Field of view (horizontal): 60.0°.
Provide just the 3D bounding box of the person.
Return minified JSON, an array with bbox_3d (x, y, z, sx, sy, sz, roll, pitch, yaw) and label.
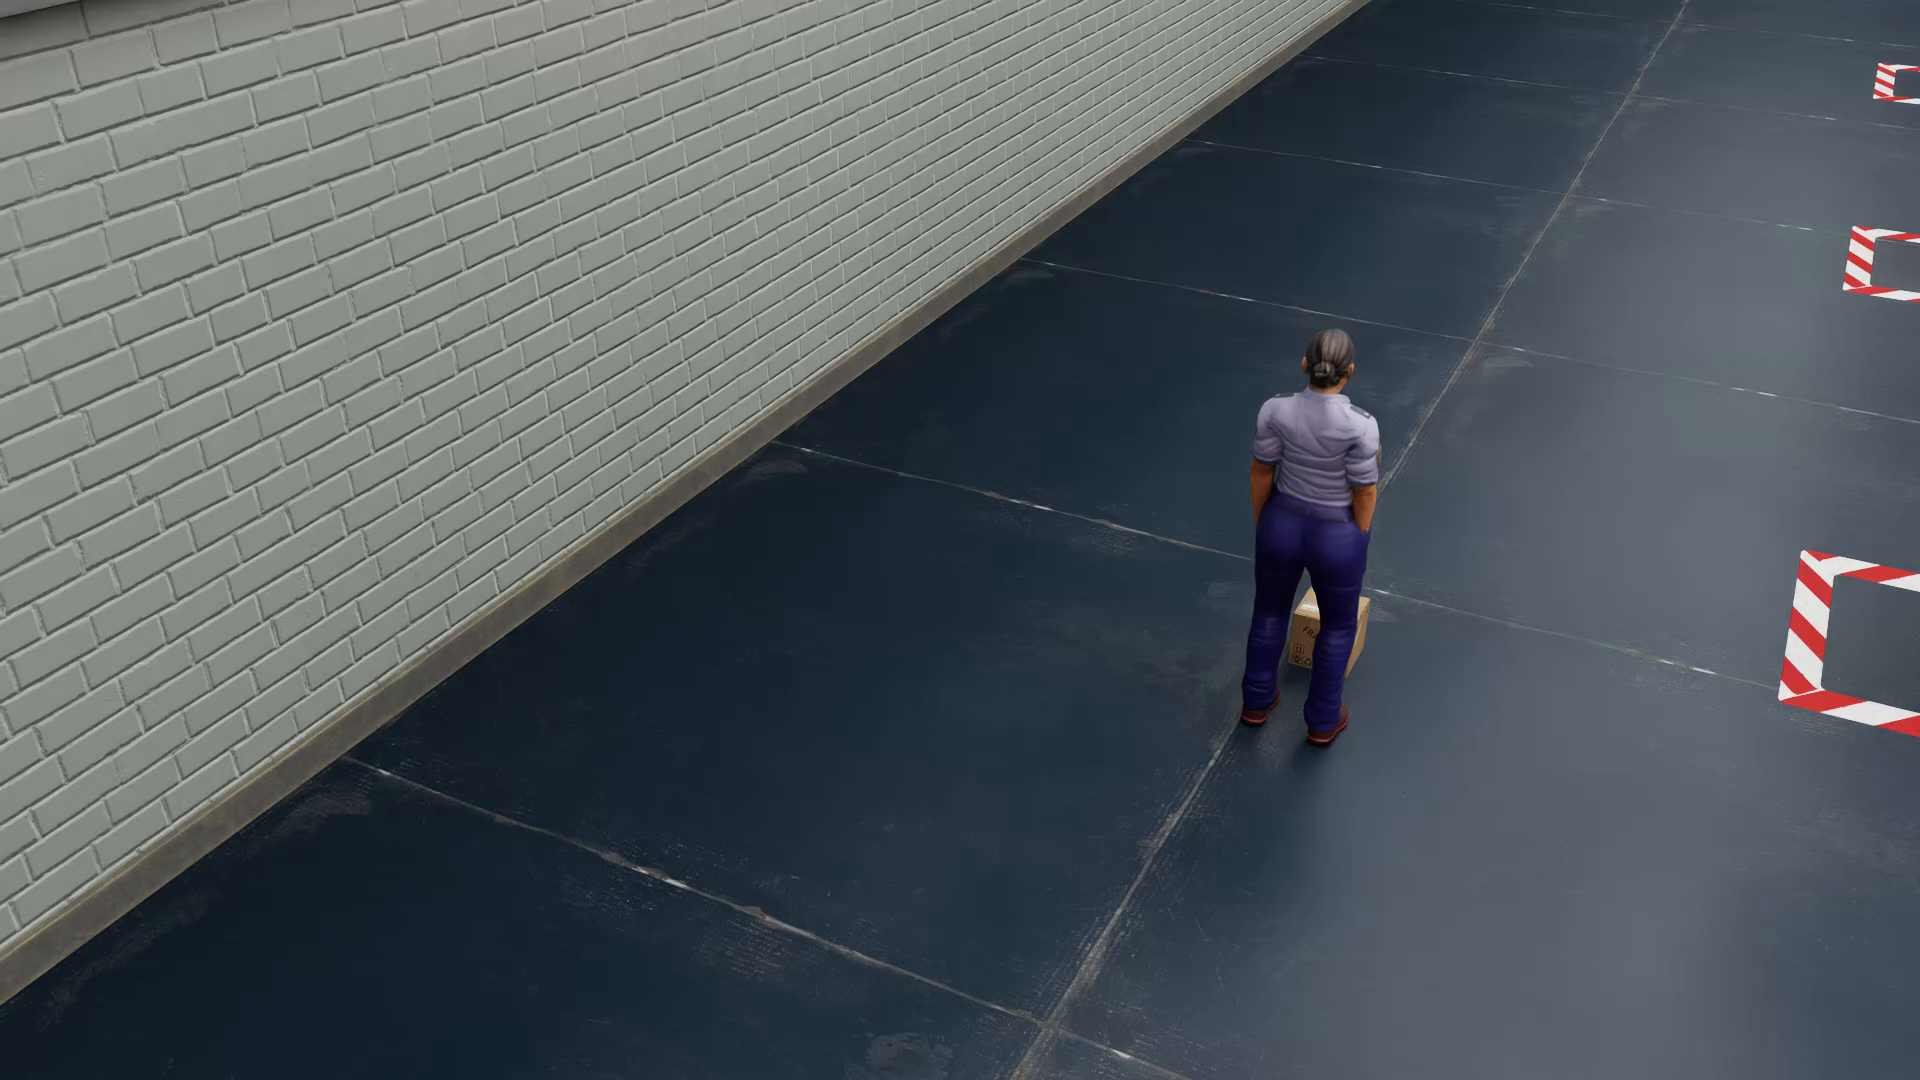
[{"bbox_3d":[1.289,-0.008,6.174,0.473,1.643,0.340,15,34,24],"label":"person"}]
